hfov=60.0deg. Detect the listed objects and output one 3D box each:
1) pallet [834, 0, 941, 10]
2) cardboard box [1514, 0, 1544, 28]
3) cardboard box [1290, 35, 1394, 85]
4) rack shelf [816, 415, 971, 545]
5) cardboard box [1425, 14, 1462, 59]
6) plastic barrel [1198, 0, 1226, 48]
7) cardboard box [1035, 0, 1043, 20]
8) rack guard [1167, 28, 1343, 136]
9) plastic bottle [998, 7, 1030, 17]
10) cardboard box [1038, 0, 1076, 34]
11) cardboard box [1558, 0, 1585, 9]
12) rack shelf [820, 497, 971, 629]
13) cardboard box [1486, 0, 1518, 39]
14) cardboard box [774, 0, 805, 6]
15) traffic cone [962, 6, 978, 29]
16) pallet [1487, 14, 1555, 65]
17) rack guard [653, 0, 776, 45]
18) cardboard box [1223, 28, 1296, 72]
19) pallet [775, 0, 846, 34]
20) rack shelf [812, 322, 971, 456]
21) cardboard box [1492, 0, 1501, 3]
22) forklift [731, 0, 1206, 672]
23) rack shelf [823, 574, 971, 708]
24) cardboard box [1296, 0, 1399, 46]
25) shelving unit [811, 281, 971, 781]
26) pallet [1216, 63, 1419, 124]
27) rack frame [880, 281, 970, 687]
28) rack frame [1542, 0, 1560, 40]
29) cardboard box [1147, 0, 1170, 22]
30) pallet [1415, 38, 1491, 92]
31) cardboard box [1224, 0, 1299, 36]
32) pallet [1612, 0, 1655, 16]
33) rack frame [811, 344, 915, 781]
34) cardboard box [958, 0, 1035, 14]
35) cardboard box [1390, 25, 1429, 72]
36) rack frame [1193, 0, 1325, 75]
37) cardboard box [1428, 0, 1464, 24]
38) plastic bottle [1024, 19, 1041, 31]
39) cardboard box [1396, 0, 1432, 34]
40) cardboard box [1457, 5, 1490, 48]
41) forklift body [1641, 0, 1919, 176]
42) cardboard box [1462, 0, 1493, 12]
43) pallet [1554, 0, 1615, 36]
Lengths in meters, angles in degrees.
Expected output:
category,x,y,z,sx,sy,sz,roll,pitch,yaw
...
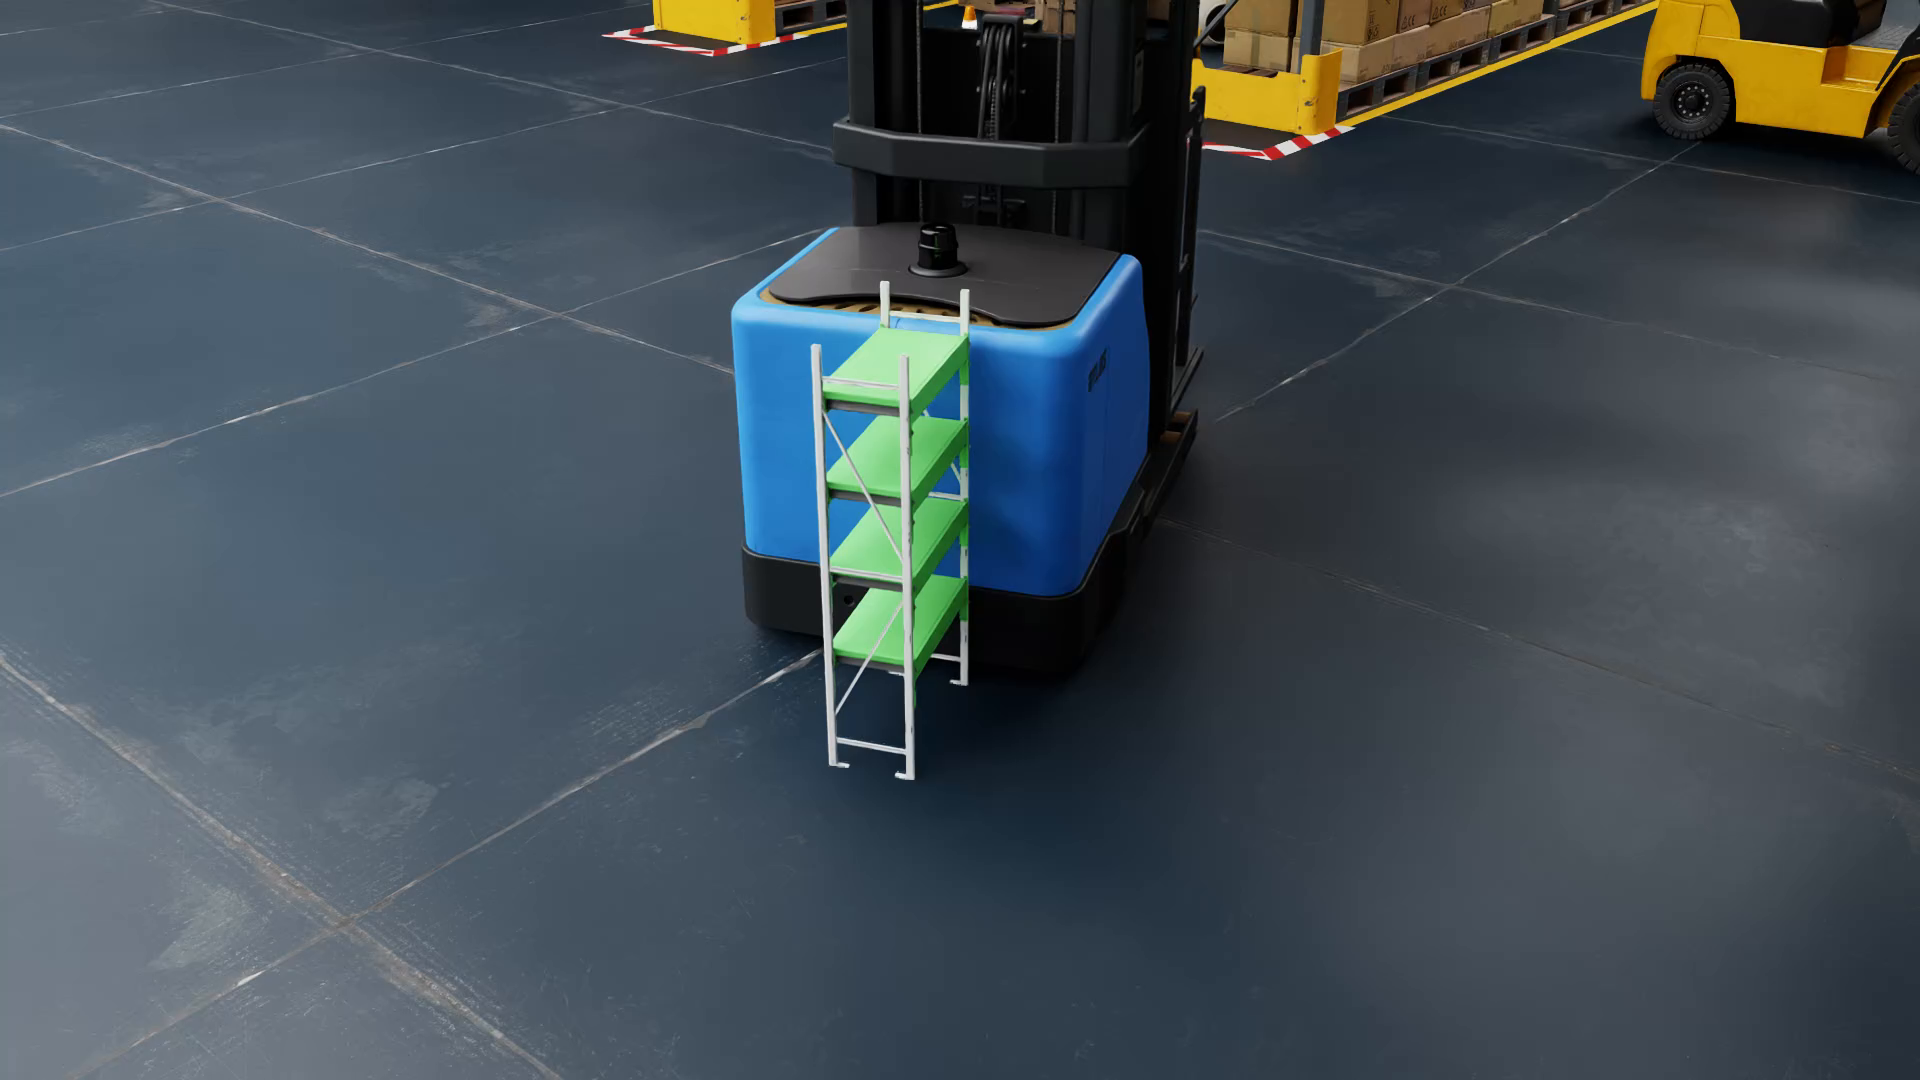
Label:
category,x,y,z,sx,sy,sz,roll,pitch,yaw
pallet,-0.791,-5.030,15.150,1.003,0.211,1.213,21,34,34
cardboard box,4.244,-4.216,13.077,0.500,0.250,0.500,23,35,37
cardboard box,2.594,-3.291,11.289,0.500,0.250,0.500,20,34,34
rack shelf,-0.164,-0.175,4.306,0.258,0.148,0.480,8,28,15
cardboard box,3.262,-3.667,12.016,0.500,0.250,0.500,24,35,38
plastic barrel,2.014,-4.151,13.220,0.421,0.421,0.512,-5,28,-9
cardboard box,0.856,-4.588,14.236,0.258,0.266,0.396,-21,34,-35
rack guard,1.916,-3.038,10.984,1.175,0.500,0.348,21,34,34
plastic bottle,0.481,-4.591,14.463,0.283,0.061,0.133,9,29,17
cardboard box,1.032,-4.375,13.565,0.797,0.503,0.637,0,27,0
cardboard box,4.744,-4.745,13.967,0.950,0.372,0.625,21,34,35
rack shelf,-0.164,0.038,4.417,0.258,0.148,0.480,8,28,15
cardboard box,3.913,-4.025,12.707,0.500,0.250,0.500,20,33,33
cardboard box,-1.636,-5.034,13.979,0.875,0.875,0.875,21,34,35
traffic cone,0.073,-3.728,12.358,0.336,0.463,0.334,21,34,34
pallet,4.012,-4.052,13.259,1.003,0.211,1.213,21,34,34
rack guard,-2.031,-4.413,13.643,1.175,0.500,0.348,21,34,34
cardboard box,2.190,-3.460,11.615,0.500,0.250,0.500,21,34,34
pallet,-1.568,-4.600,14.318,1.003,0.211,1.213,21,34,34
rack shelf,-0.164,-0.389,4.196,0.258,0.148,0.480,8,28,15
cardboard box,3.921,-4.368,12.555,0.500,0.500,0.500,21,34,35
forklift,0.267,-1.583,5.526,1.130,2.935,3.031,8,28,15
rack shelf,-0.164,0.251,4.527,0.258,0.148,0.480,8,28,15
cardboard box,2.609,-3.633,11.134,0.500,0.500,0.500,19,33,33
shelving unit,-0.164,-0.019,4.387,0.258,1.200,0.503,8,28,15
pallet,2.460,-3.187,11.587,1.003,0.211,1.213,21,34,34
rack frame,-0.092,-0.126,4.594,0.240,1.200,0.015,8,28,15
rack frame,4.412,-5.539,13.099,1.000,3.000,0.127,21,34,34
cardboard box,1.620,-4.769,14.180,0.797,0.637,0.503,21,34,34
pallet,3.237,-3.618,12.420,1.003,0.211,1.213,21,34,34
cardboard box,2.176,-3.780,11.417,0.500,0.500,0.500,21,34,35
pallet,5.682,-5.012,15.114,1.003,0.211,1.213,21,34,34
rack frame,-0.236,0.088,4.180,0.240,1.200,0.015,8,28,15
cardboard box,0.333,-4.991,14.756,0.500,0.500,0.500,-21,34,-35
cardboard box,2.925,-3.470,11.635,0.500,0.250,0.500,22,35,36
rack frame,1.868,-4.121,10.358,1.000,3.000,0.127,21,34,34
cardboard box,3.264,-3.995,11.834,0.500,0.500,0.500,22,34,35
plastic bottle,0.587,-4.333,13.965,0.133,0.061,0.283,9,29,17
cardboard box,2.938,-3.820,11.495,0.500,0.500,0.500,19,33,33
cardboard box,3.586,-3.846,12.361,0.500,0.250,0.500,21,34,35
forklift body,5.499,-3.500,10.081,2.313,2.155,1.214,21,34,34
cardboard box,3.597,-4.187,12.205,0.500,0.500,0.500,23,35,37
pallet,4.906,-4.577,14.274,1.003,0.211,1.213,21,34,34
